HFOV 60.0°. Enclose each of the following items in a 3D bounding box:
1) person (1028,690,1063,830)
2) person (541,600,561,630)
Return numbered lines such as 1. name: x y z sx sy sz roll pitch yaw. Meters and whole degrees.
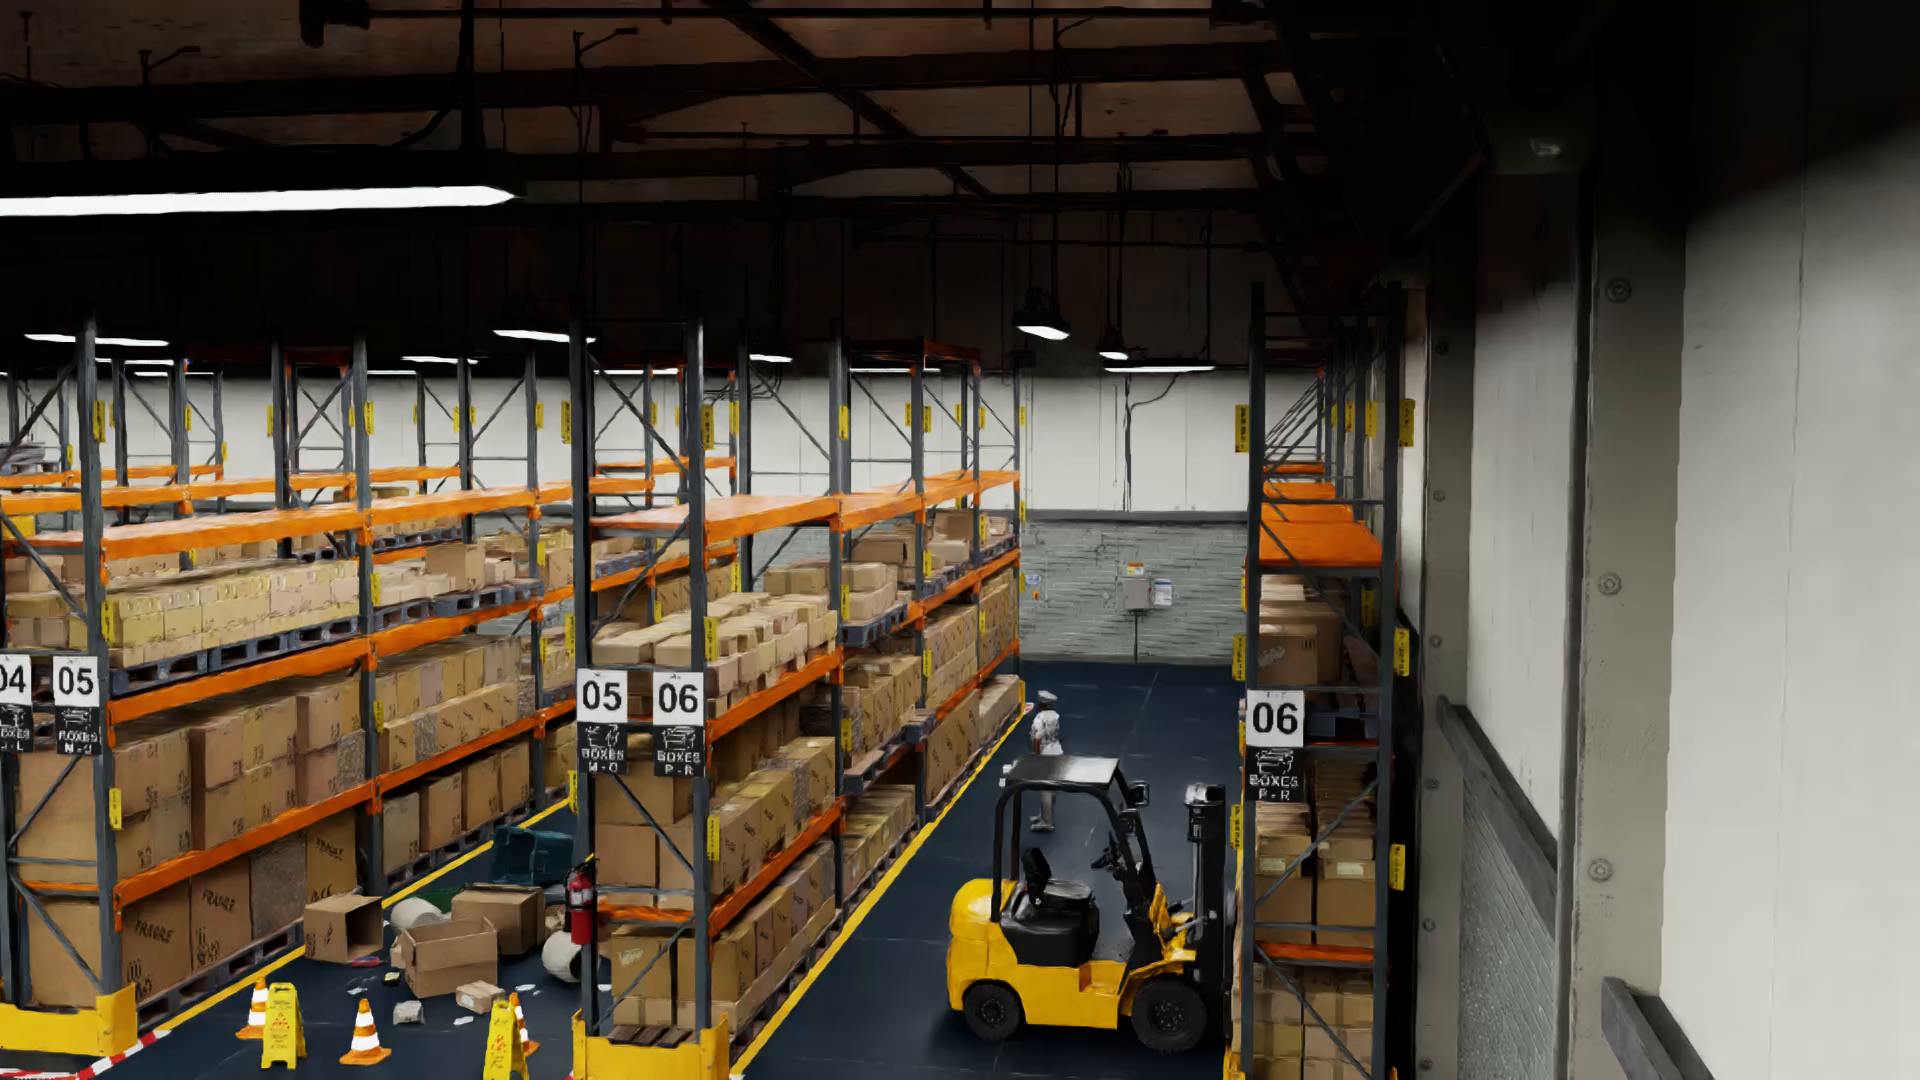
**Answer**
1. person: 1.016 2.682 20.368 0.469 1.677 0.497 4 6 39
2. person: -8.722 1.553 34.745 0.717 1.657 0.521 -3 6 -34
